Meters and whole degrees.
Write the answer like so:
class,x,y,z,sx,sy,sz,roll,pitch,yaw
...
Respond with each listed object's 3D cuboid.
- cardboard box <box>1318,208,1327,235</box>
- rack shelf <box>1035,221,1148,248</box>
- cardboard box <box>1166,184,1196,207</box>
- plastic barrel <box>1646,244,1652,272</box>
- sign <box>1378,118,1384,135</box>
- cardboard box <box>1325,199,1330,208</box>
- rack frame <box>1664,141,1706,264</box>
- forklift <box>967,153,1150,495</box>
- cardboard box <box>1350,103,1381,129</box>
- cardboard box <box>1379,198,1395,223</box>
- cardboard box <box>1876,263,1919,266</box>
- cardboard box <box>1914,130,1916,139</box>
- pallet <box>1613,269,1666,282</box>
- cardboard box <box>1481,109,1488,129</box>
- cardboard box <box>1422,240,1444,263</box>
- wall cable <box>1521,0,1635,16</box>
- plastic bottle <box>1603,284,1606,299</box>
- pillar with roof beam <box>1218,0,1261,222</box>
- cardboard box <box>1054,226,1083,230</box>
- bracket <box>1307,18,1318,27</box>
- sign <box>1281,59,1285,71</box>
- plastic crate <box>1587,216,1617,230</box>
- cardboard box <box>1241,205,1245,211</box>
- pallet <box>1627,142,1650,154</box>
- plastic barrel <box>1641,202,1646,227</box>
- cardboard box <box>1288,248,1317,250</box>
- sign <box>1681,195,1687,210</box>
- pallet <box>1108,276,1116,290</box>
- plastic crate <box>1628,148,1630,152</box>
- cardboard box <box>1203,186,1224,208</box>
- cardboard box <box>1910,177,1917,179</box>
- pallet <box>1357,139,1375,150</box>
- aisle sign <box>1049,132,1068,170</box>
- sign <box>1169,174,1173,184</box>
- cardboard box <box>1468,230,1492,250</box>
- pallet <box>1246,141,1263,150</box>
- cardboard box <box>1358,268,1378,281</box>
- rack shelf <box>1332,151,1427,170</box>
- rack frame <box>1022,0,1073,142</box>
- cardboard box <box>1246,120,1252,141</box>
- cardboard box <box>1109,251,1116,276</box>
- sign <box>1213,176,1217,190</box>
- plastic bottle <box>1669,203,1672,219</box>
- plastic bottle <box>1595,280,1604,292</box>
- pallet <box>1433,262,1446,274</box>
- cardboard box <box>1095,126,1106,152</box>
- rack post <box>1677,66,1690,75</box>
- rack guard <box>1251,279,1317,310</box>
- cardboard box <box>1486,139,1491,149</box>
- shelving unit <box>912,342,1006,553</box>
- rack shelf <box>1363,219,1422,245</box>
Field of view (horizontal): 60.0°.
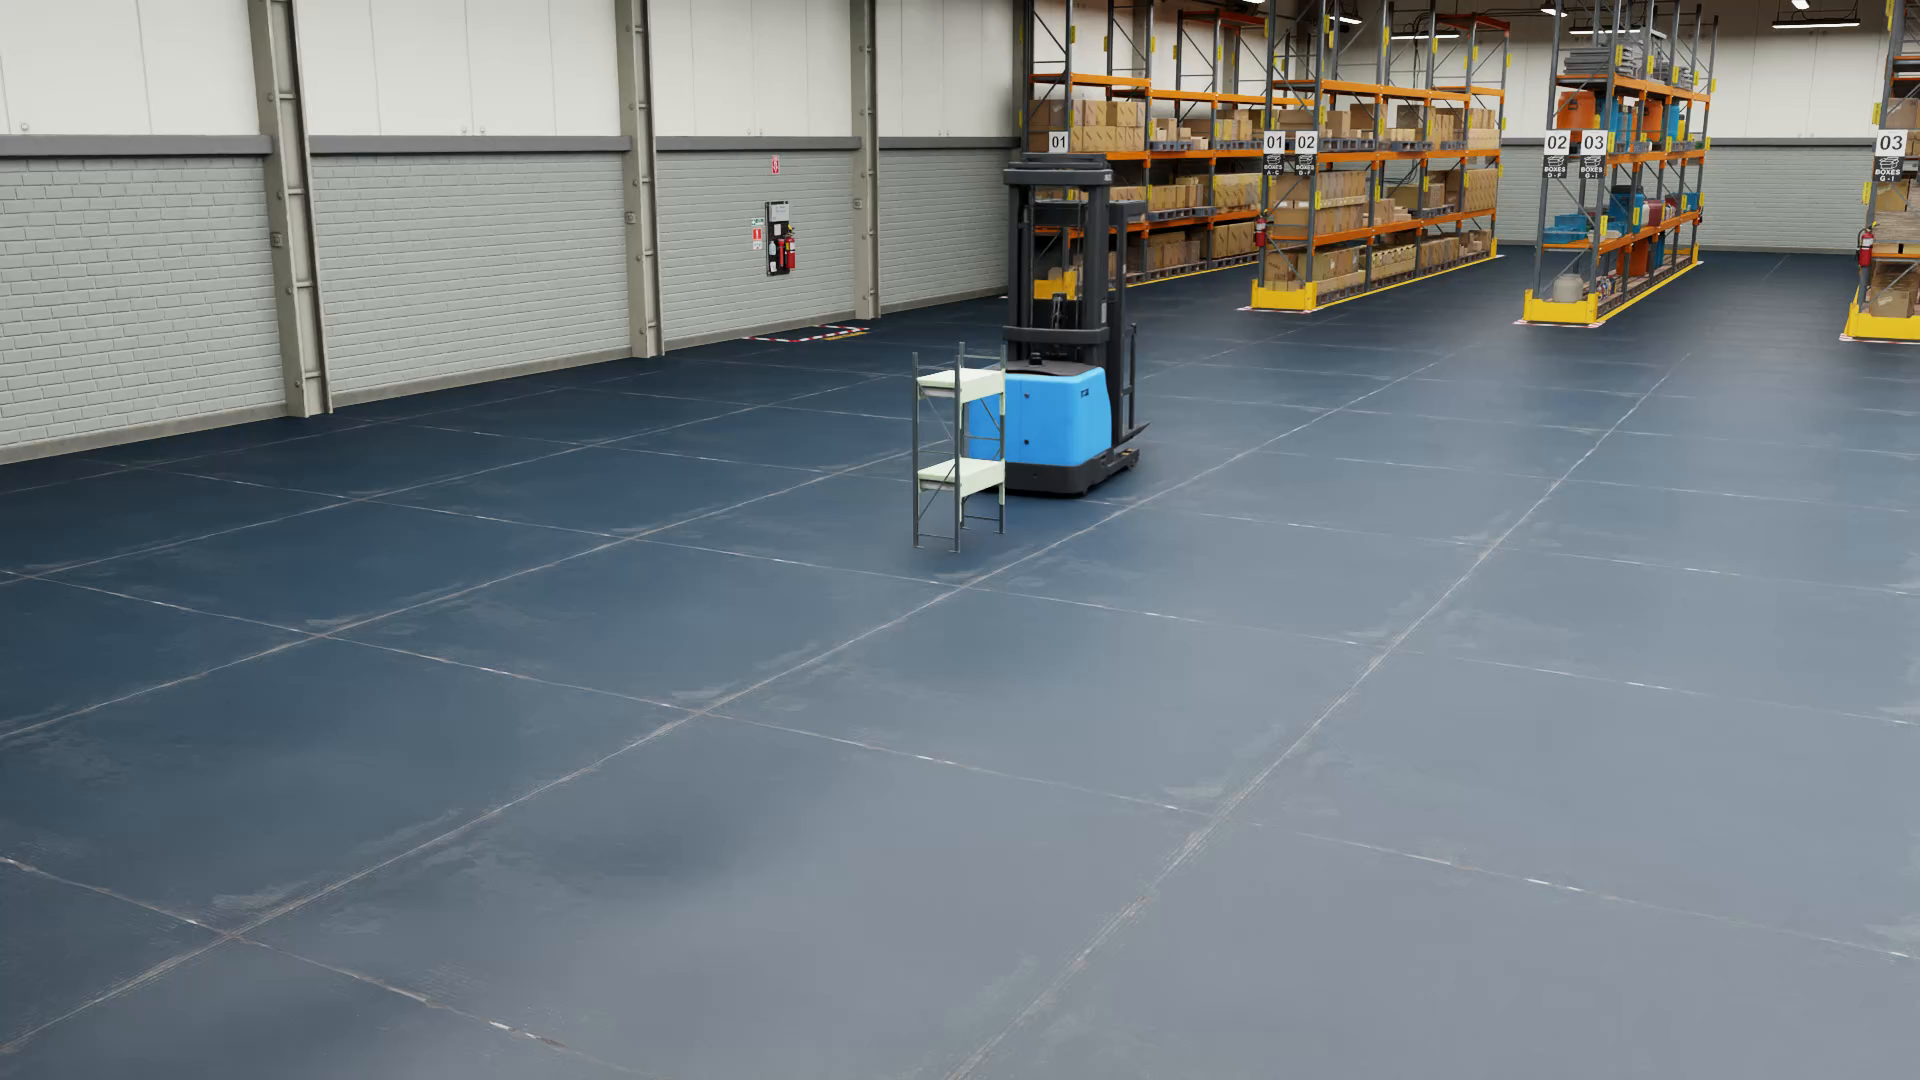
class,x,y,z,sx,sy,sz,roll,pitch,yaw
cardboard box,6.517,-6.040,31.473,0.700,0.500,0.500,8,16,29
rack shelf,2.659,-6.410,34.755,1.077,0.370,4.000,7,15,28
cardboard box,5.095,-8.038,38.820,0.700,0.500,0.500,6,15,23
plastic barrel,15.000,-6.234,36.740,0.600,0.588,0.708,7,15,28
sign,8.451,-8.295,33.367,0.100,0.325,0.005,7,15,28
cardboard box,6.780,-6.366,31.440,0.380,0.149,0.250,7,15,27
rack frame,18.100,-8.509,41.929,1.000,3.000,0.127,7,15,28
forklift,1.081,-2.124,15.589,1.130,2.935,3.031,5,15,21
cardboard box,8.297,-8.685,34.083,0.500,0.500,0.500,8,15,29
cardboard box,9.101,-7.132,36.005,0.500,0.500,0.500,6,15,25
cardboard box,18.005,-5.050,31.977,0.700,0.500,0.500,6,15,23
cardboard box,15.890,-6.649,27.284,0.380,0.149,0.250,7,15,26
pallet,15.168,-5.928,37.172,1.003,0.211,1.213,7,15,28
cardboard box,13.068,-10.749,42.473,0.700,0.500,0.500,7,15,28
cardboard box,11.111,-6.808,39.266,0.500,0.500,0.500,7,15,26
wall cable,17.552,-16.168,47.040,3.097,2.526,0.112,7,15,28
plastic bottle,11.728,-4.542,30.354,0.097,0.271,0.097,0,14,0
pillar with roof beam,10.843,-11.481,41.457,9.100,9.000,0.548,7,15,28
cardboard box,2.206,-6.350,33.250,0.500,0.250,0.500,7,15,26
bracket,10.086,-14.825,47.644,0.235,0.232,0.430,7,15,28
sign,8.945,-13.143,46.020,0.100,0.325,0.005,7,15,28
plastic crate,11.934,-5.924,31.338,0.767,0.338,0.504,7,15,28
cardboard box,6.926,-8.341,41.727,0.380,0.149,0.250,7,15,26
pallet,12.036,-7.255,30.727,1.213,0.211,1.003,7,15,28
plastic barrel,13.517,-6.524,33.405,0.433,0.535,0.433,0,14,0
cardboard box,6.743,-5.474,32.708,0.500,0.500,0.500,7,15,28
sign,16.647,-7.760,38.232,0.100,0.325,0.005,7,15,28
pallet,2.744,-5.421,35.069,1.003,0.211,1.213,7,15,28
plastic crate,11.877,-7.002,29.840,0.243,0.136,0.396,7,15,28
cardboard box,6.019,-8.264,40.021,0.500,0.500,0.500,8,16,30
cardboard box,15.694,-5.631,27.010,0.500,0.500,0.500,7,15,28
pallet,7.575,-7.846,32.969,1.003,0.211,1.213,7,15,28
aisle sign,1.920,-7.564,32.462,0.394,0.787,0.004,7,15,28
sign,5.073,-8.615,39.899,0.100,0.325,0.005,7,15,28
cardboard box,13.718,-7.930,43.923,0.500,0.500,0.500,7,15,28
pallet,7.094,-9.982,42.048,0.805,0.209,1.217,7,15,26
cardboard box,8.376,-5.531,34.548,0.500,0.250,0.500,7,15,27
rack shelf,8.931,-8.128,35.483,1.077,0.370,4.000,7,15,28
rack frame,1.693,-9.265,32.266,1.000,3.000,0.127,7,15,28
cardboard box,6.972,-10.364,42.069,0.700,0.500,0.500,6,15,25
cardboard box,3.160,-5.951,35.712,0.500,0.500,0.500,6,15,24
sign,6.040,-8.455,39.403,0.100,0.325,0.005,7,15,28
plastic bottle,16.008,-7.439,37.595,0.144,0.351,0.185,7,15,28
plastic bottle,12.005,-4.744,31.186,0.152,0.276,0.135,7,15,28
pallet,10.883,-6.472,39.431,1.003,0.211,1.213,7,15,28
cardboard box,2.612,-8.119,33.654,0.500,0.500,0.500,8,16,31
rack post,15.732,-10.399,37.128,0.937,0.300,0.954,7,15,27
rack guard,6.019,-4.568,30.916,1.175,0.500,0.348,7,15,28
cardboard box,13.266,-10.116,42.513,0.500,0.250,0.500,7,15,28
shelving unit,-0.003,-0.728,12.852,0.431,1.500,0.755,7,15,28
rack shelf,8.931,-6.670,35.834,1.077,0.370,4.000,7,15,28
